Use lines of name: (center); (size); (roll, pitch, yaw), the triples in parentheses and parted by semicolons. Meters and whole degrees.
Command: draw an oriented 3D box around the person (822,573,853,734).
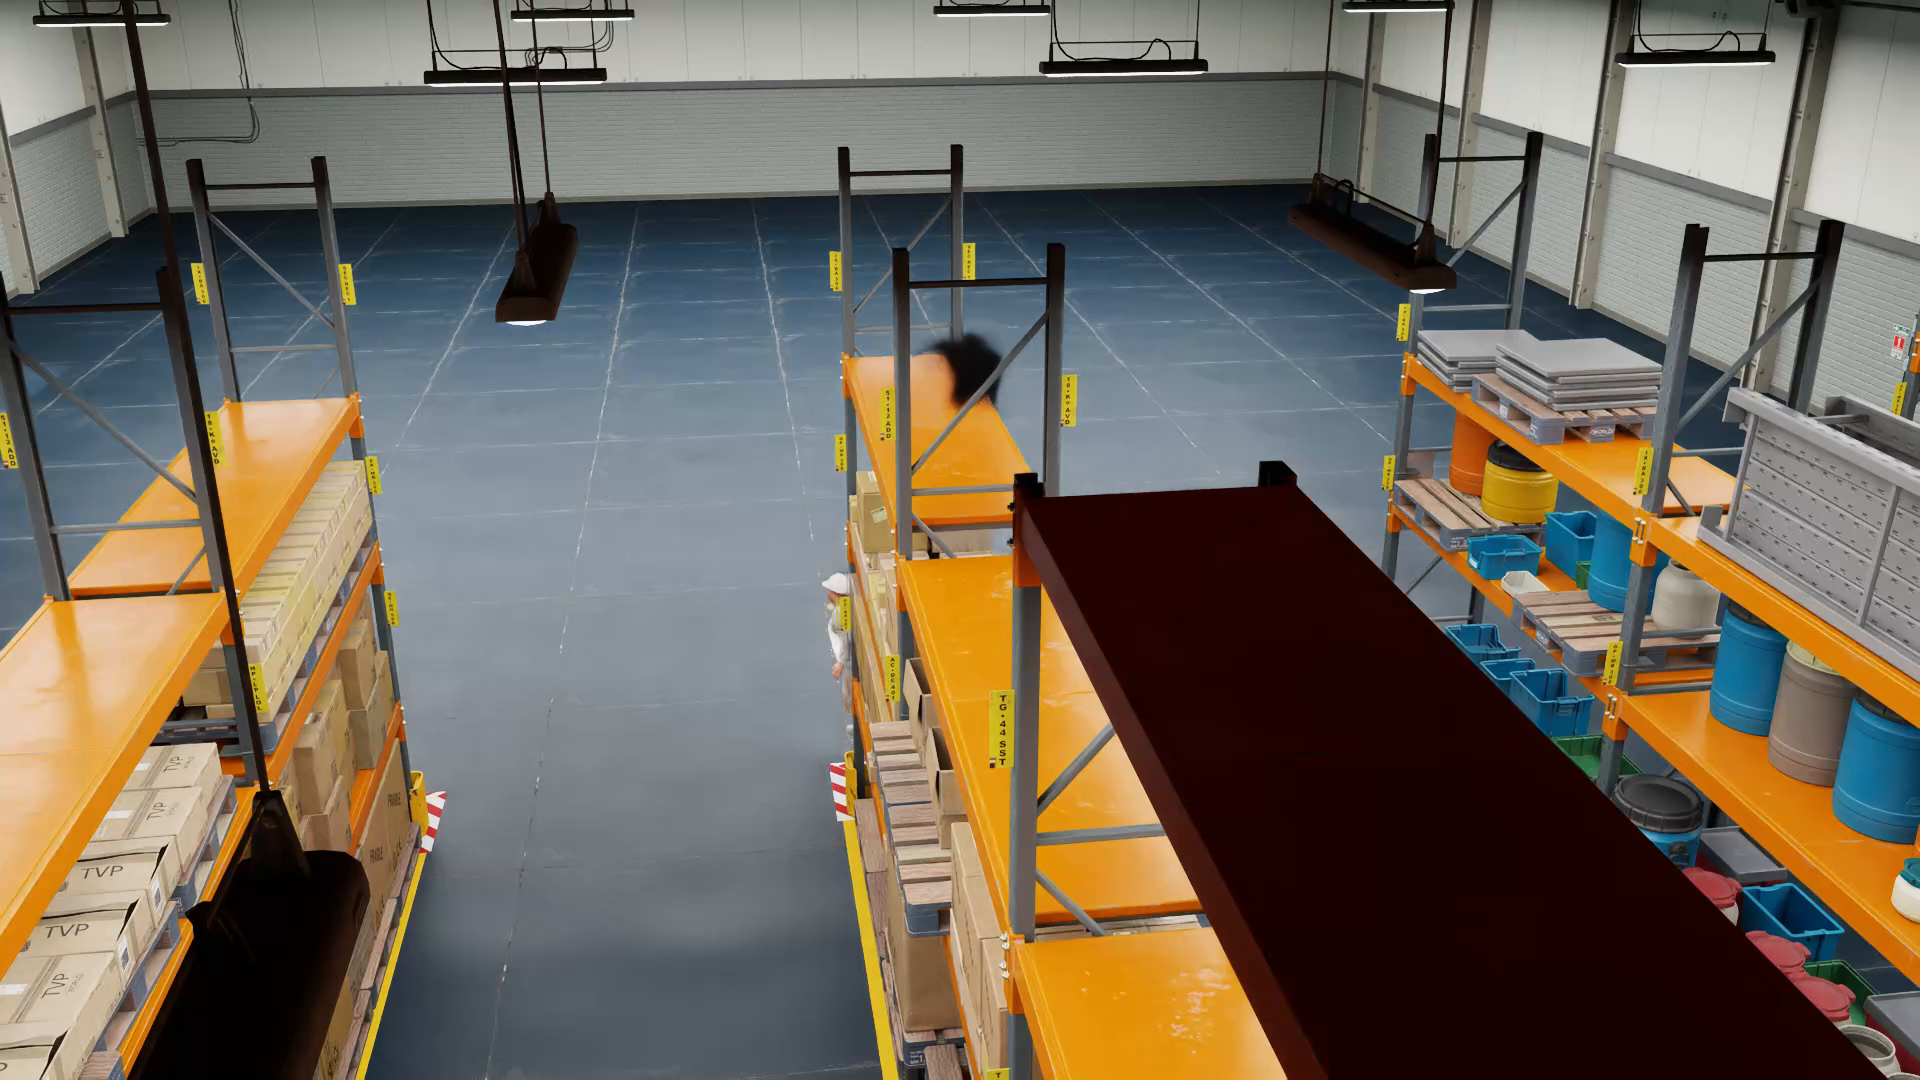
person: (-0.980, 1.158, 16.408); (0.764, 1.714, 0.624); (4, 22, 10)
